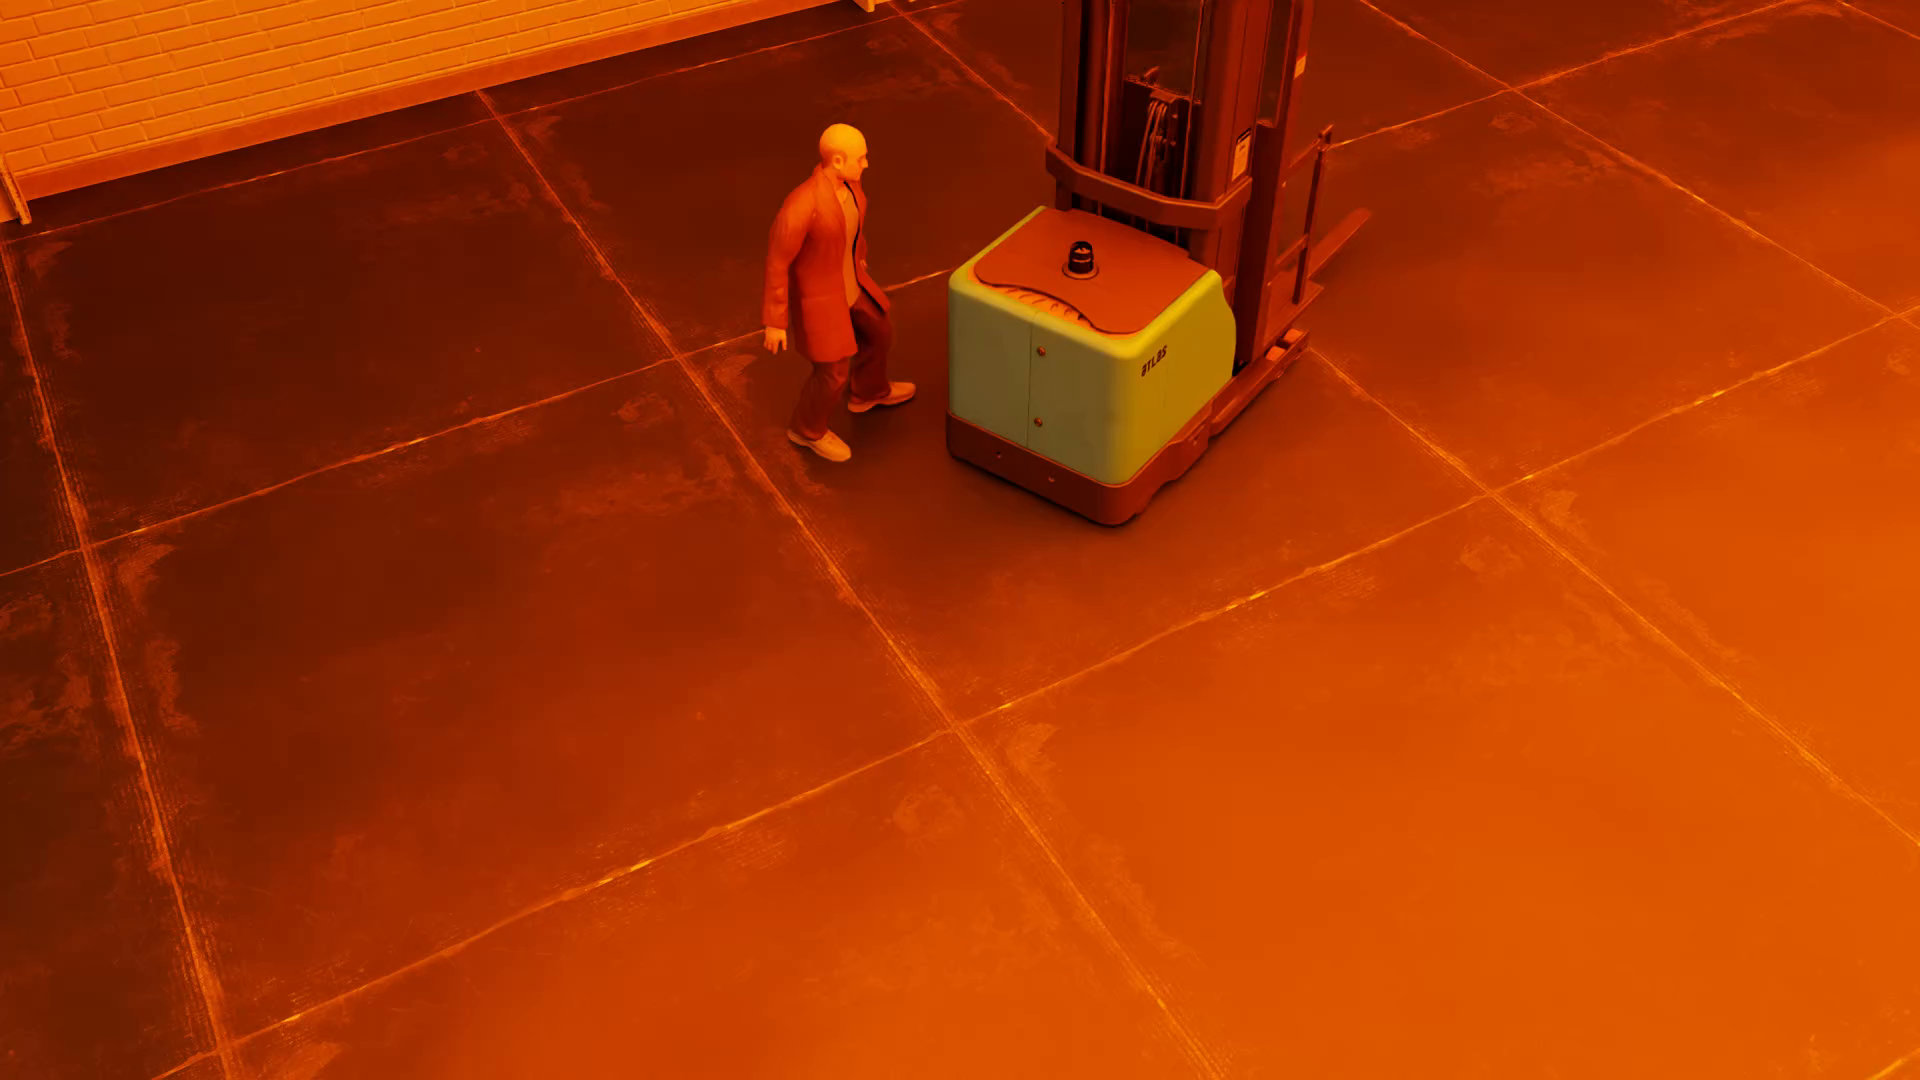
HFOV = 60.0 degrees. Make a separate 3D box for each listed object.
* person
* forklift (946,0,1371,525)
[{"bbox_3d":[-0.602,-1.179,7.854,0.451,1.749,0.917,19,46,20],"label":"person"},{"bbox_3d":[1.204,-2.105,7.967,1.130,2.935,3.031,26,49,26],"label":"forklift"}]
